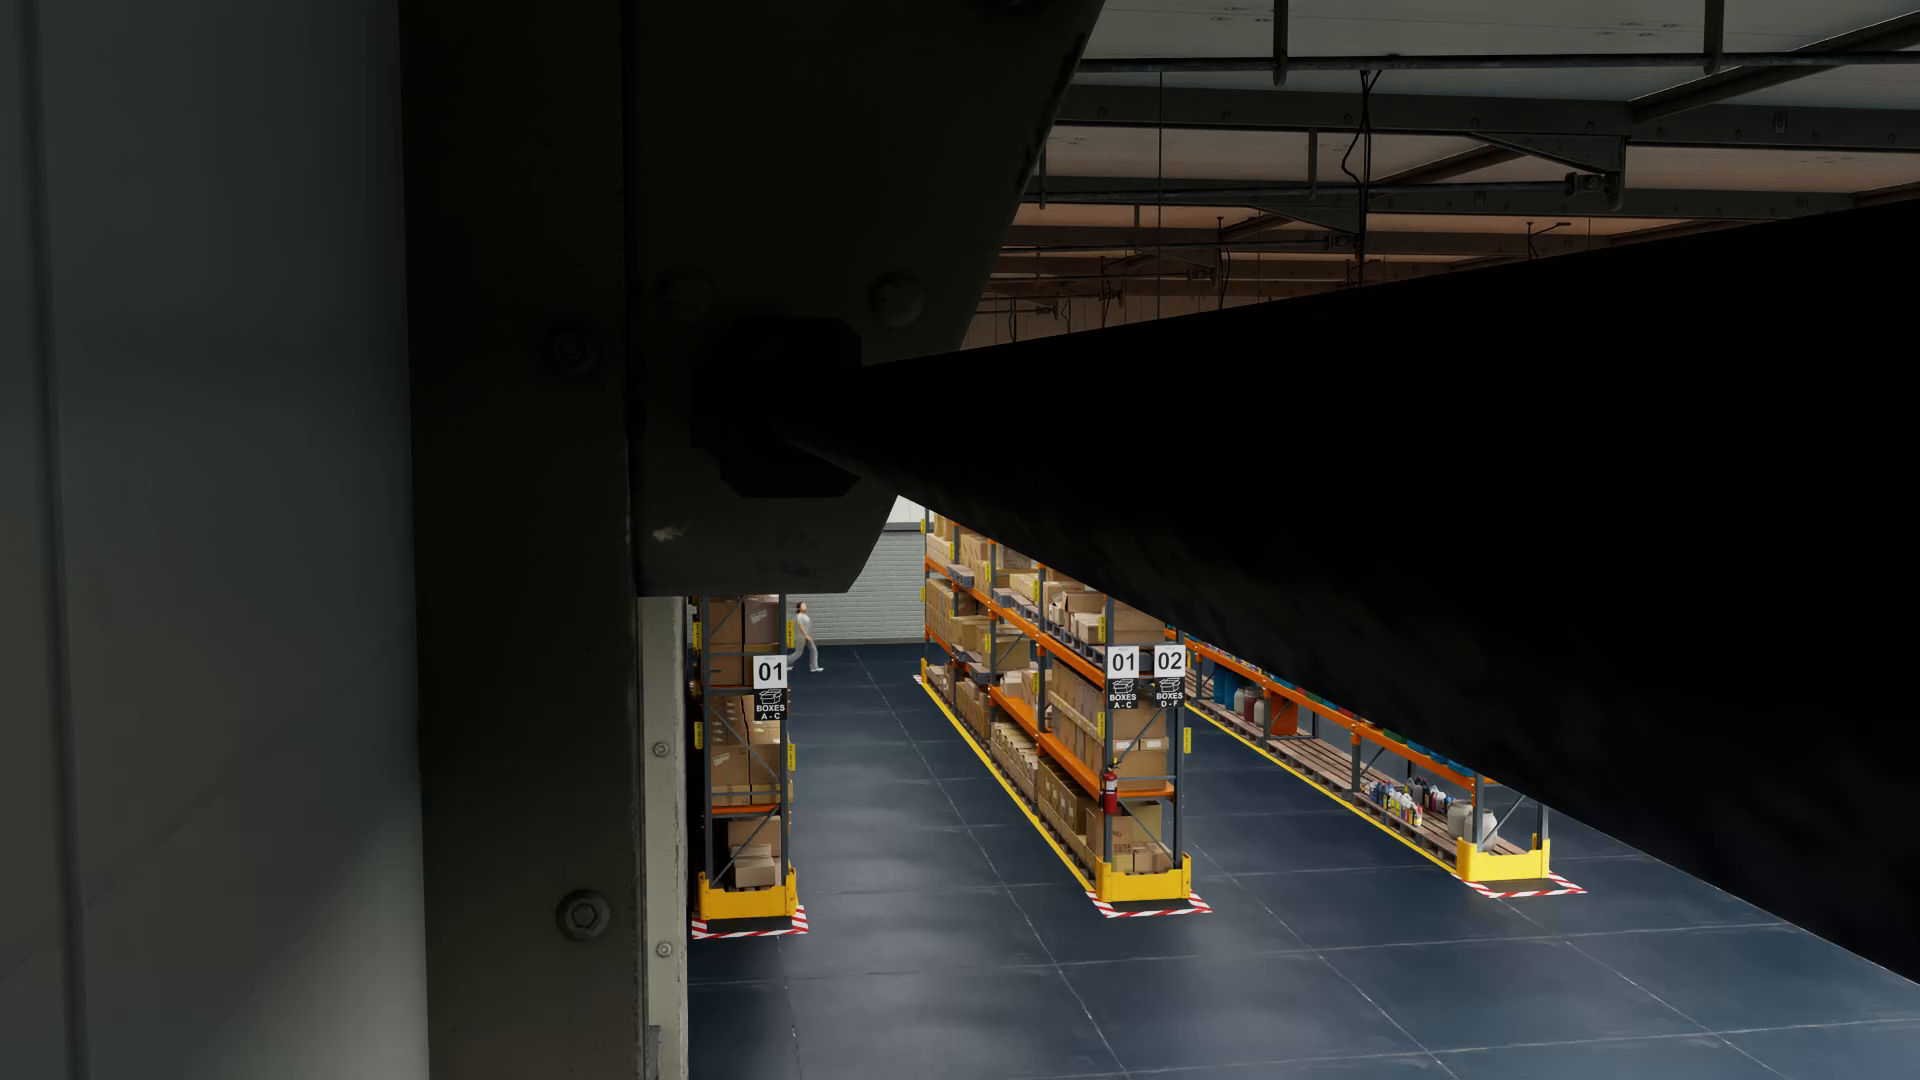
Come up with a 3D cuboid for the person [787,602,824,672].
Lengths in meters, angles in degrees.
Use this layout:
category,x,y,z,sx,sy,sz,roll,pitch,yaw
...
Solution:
category,x,y,z,sx,sy,sz,roll,pitch,yaw
person,-3.585,2.235,37.746,0.959,1.554,0.497,0,5,4
